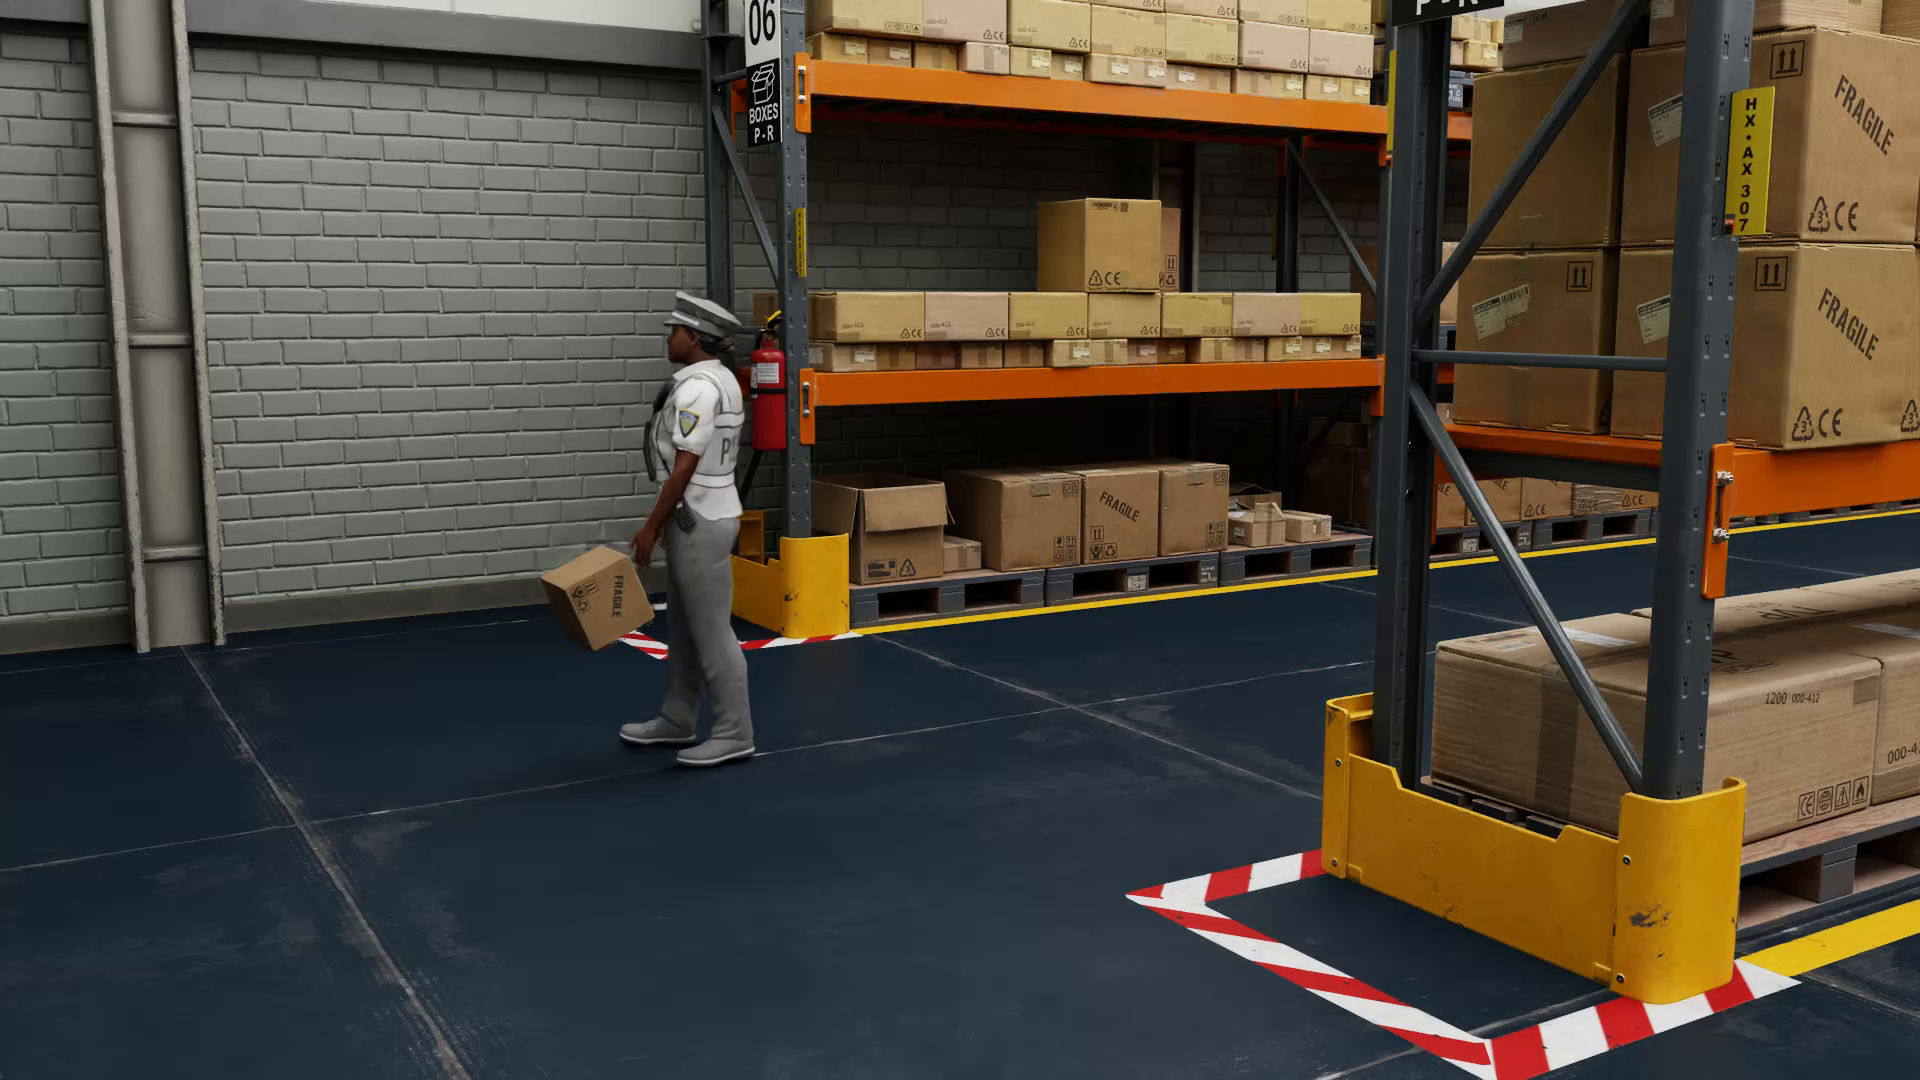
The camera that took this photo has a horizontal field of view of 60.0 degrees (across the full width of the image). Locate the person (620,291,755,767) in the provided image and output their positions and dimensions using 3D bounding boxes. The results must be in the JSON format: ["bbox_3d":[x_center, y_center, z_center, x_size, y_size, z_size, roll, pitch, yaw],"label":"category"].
[{"bbox_3d":[-1.019,-0.050,6.017,0.542,1.687,0.524,0,8,1],"label":"person"}]
